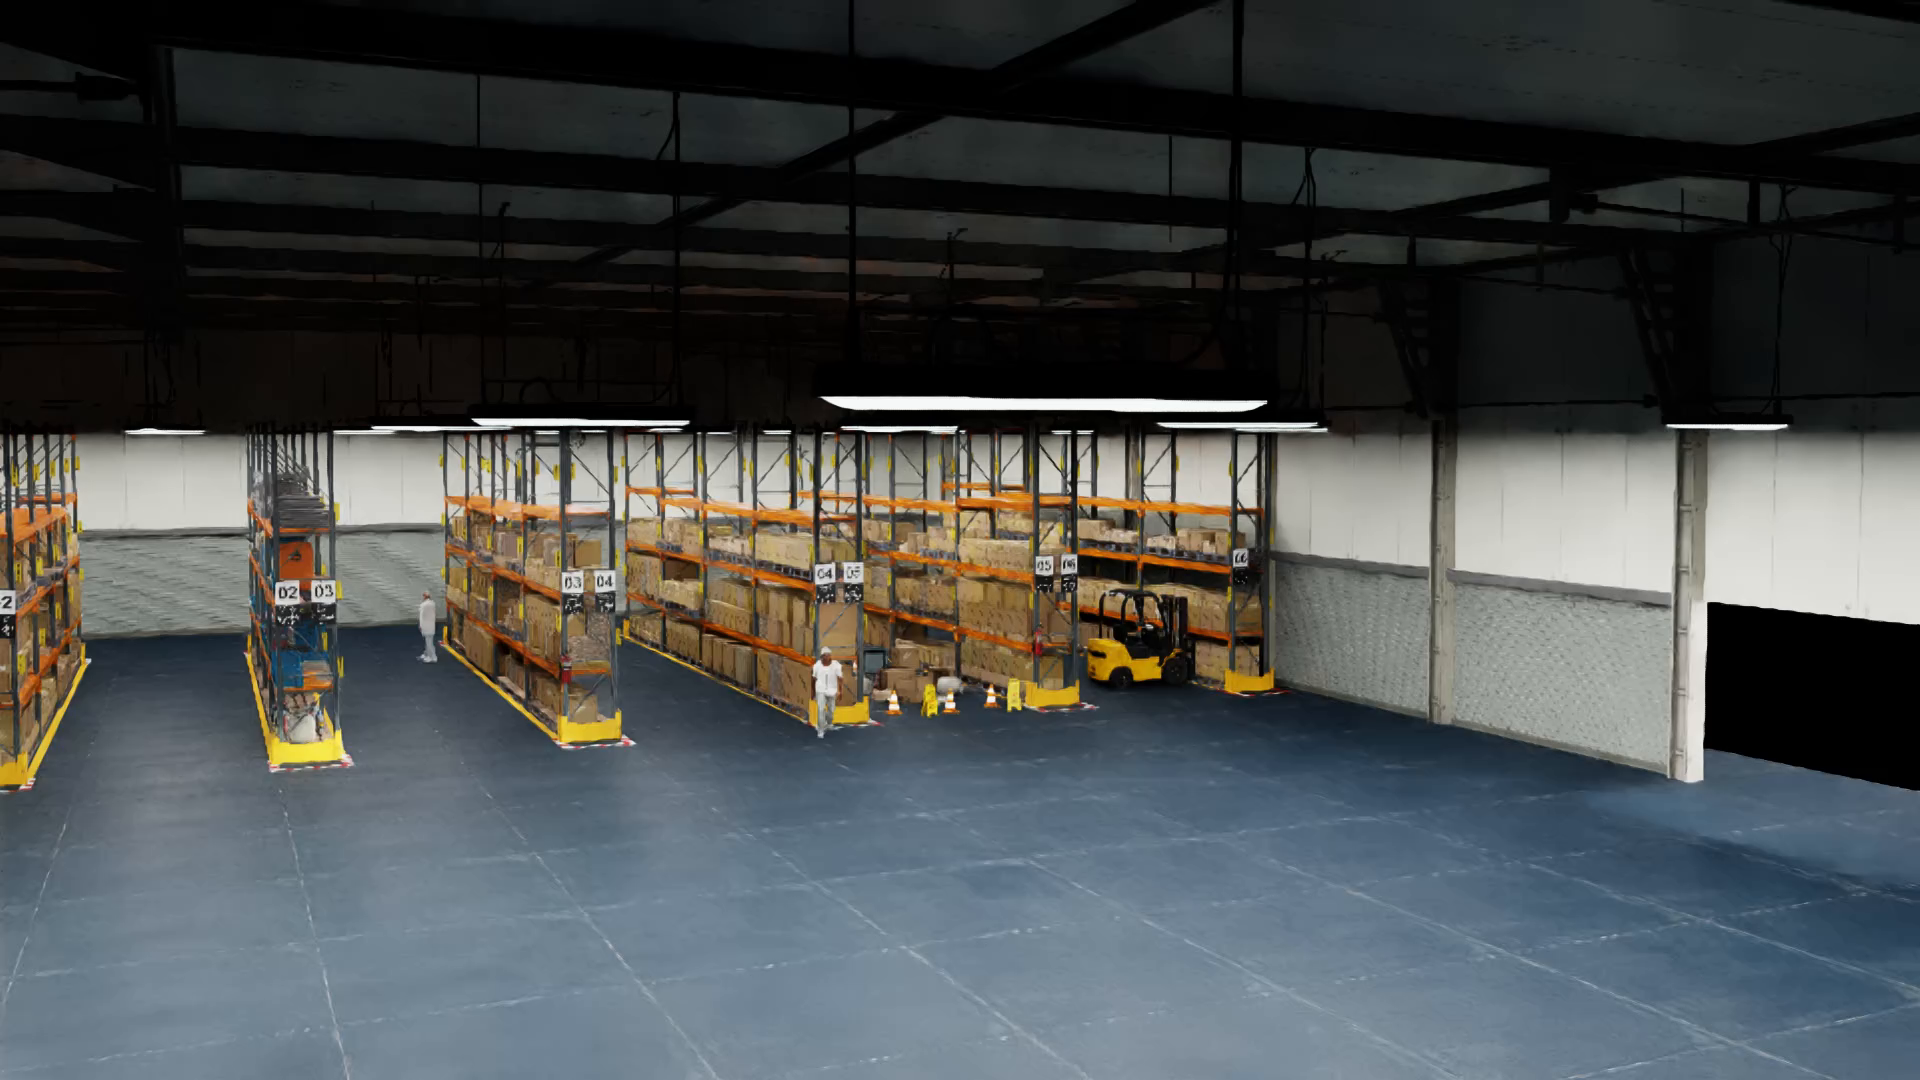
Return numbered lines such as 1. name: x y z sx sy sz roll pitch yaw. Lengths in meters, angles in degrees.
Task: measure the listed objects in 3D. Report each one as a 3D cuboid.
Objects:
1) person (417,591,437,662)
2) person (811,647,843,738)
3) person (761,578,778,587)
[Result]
1. person: -13.571 2.176 42.265 0.629 1.773 0.678 0 4 6
2. person: -2.535 2.880 31.727 0.599 1.728 0.940 -1 4 -9
3. person: -6.202 1.450 54.311 0.579 1.774 0.573 1 4 11
